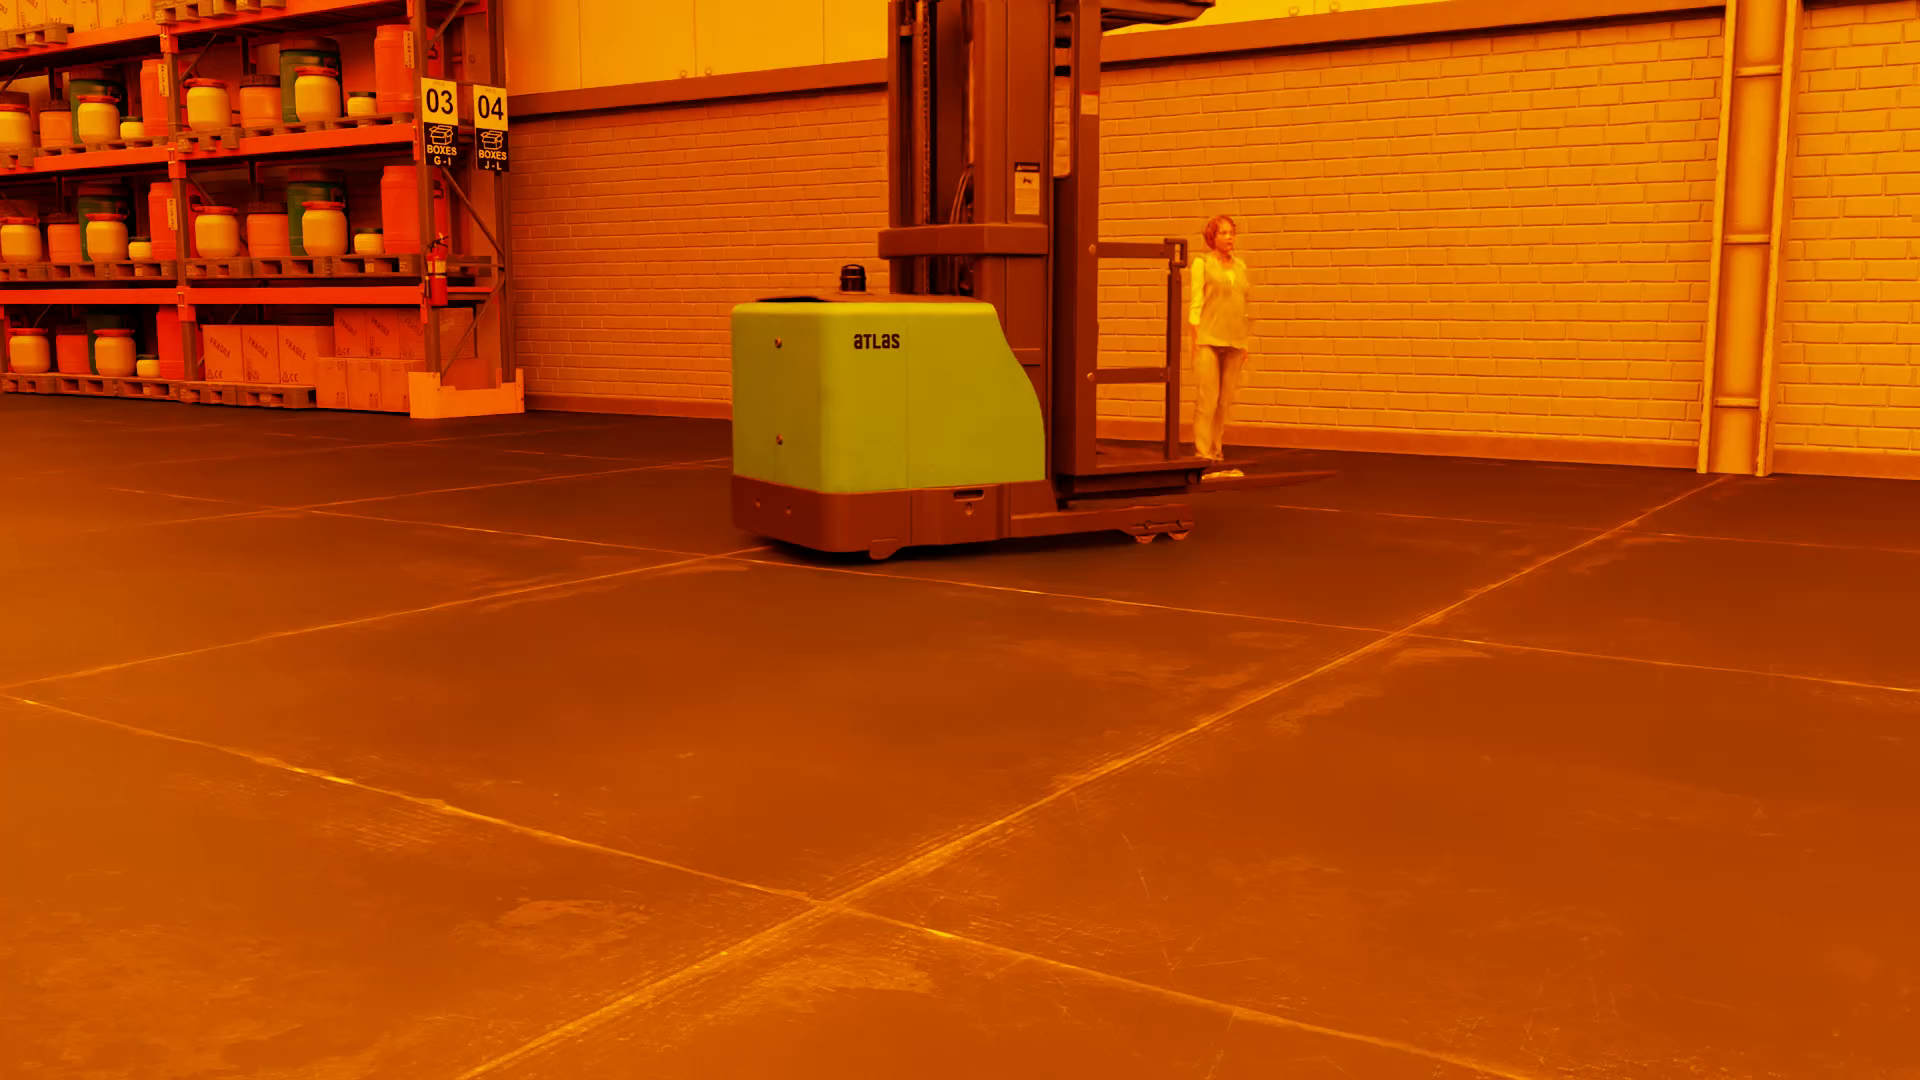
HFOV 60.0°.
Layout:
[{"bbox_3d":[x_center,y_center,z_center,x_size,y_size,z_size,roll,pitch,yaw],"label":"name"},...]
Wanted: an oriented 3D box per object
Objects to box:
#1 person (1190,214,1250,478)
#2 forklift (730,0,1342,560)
[{"bbox_3d":[1.587,-1.145,10.019,0.406,1.590,0.421,-4,9,-25],"label":"person"},{"bbox_3d":[0.482,-1.500,7.739,3.031,2.935,1.130,-5,10,-32],"label":"forklift"}]
